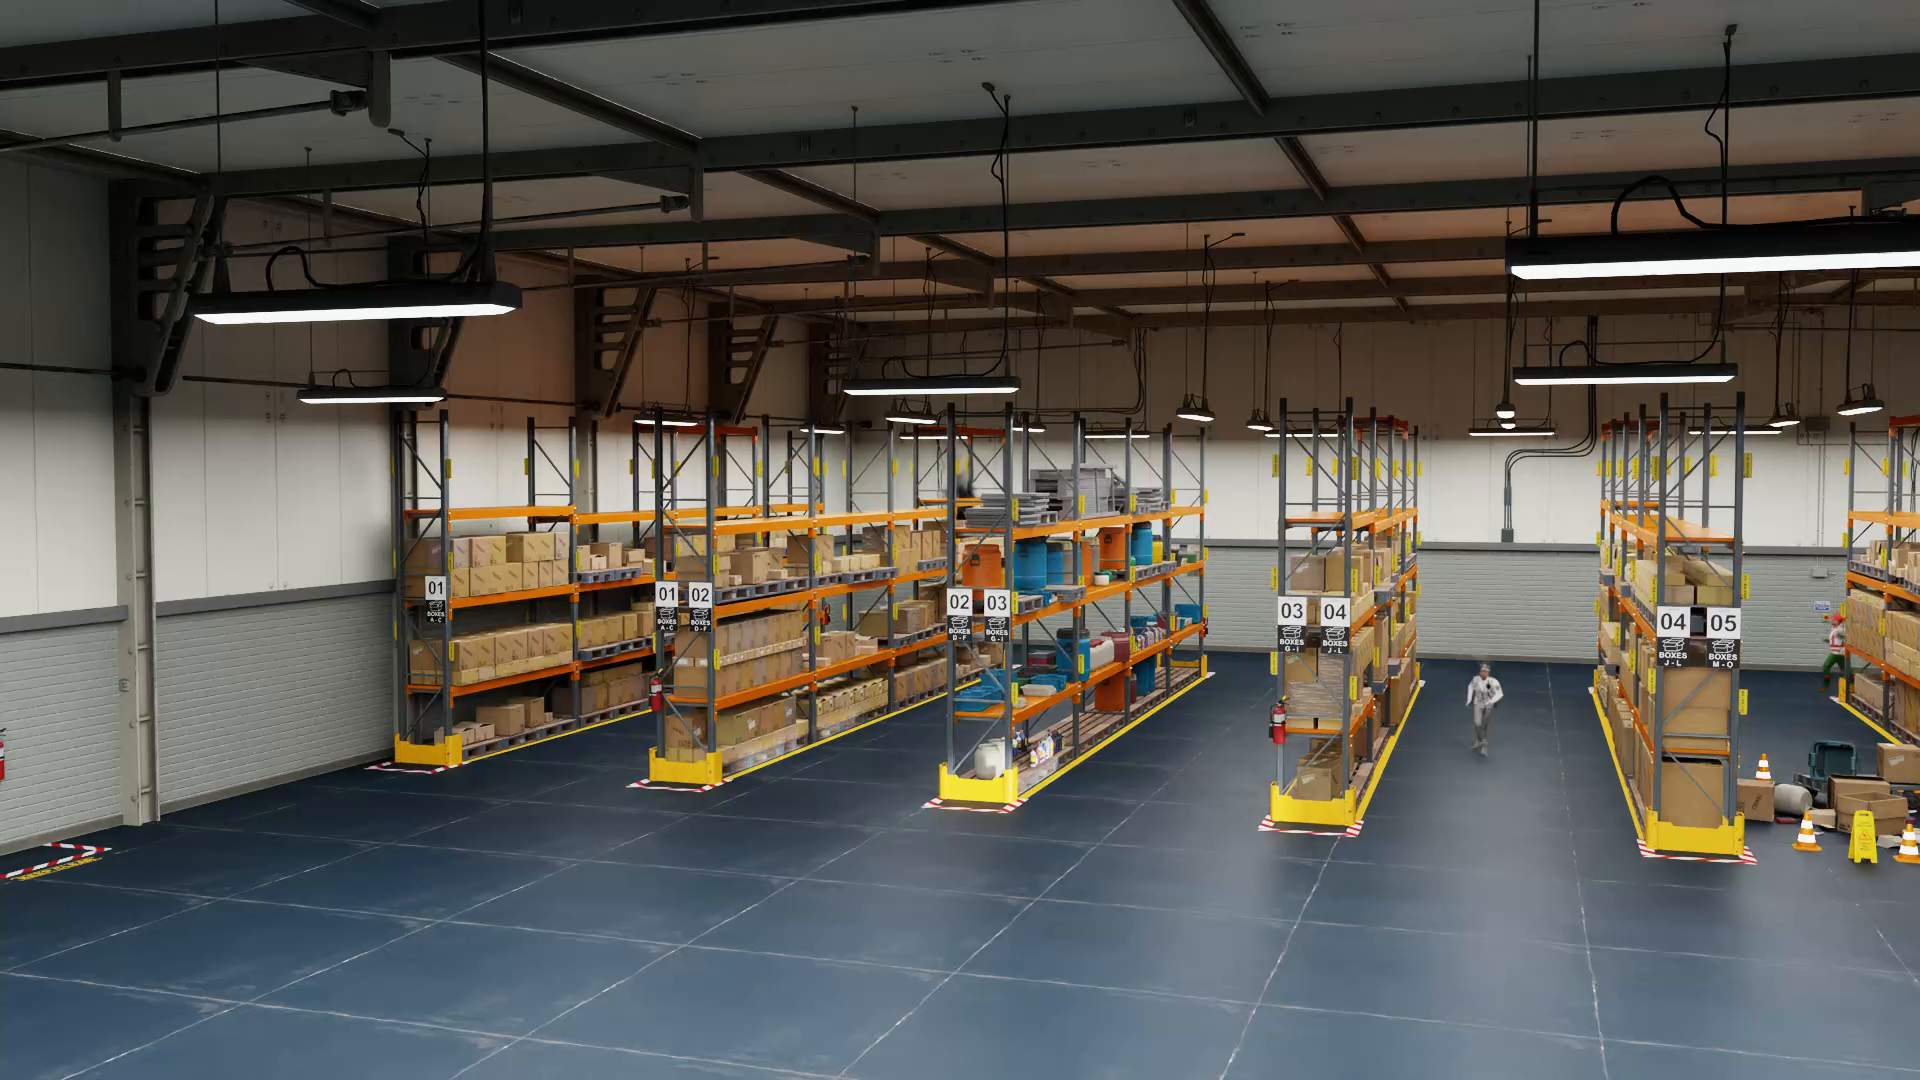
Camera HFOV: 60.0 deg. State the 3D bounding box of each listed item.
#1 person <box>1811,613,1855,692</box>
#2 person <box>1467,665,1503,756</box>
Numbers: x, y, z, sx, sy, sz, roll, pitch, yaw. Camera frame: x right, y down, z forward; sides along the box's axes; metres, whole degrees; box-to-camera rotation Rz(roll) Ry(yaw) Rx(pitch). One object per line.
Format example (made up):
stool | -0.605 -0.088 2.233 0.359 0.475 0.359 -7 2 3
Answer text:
person | 19.450 2.520 36.931 0.935 1.798 0.688 1 3 25
person | 9.276 2.975 29.341 0.610 1.613 0.854 1 3 24
